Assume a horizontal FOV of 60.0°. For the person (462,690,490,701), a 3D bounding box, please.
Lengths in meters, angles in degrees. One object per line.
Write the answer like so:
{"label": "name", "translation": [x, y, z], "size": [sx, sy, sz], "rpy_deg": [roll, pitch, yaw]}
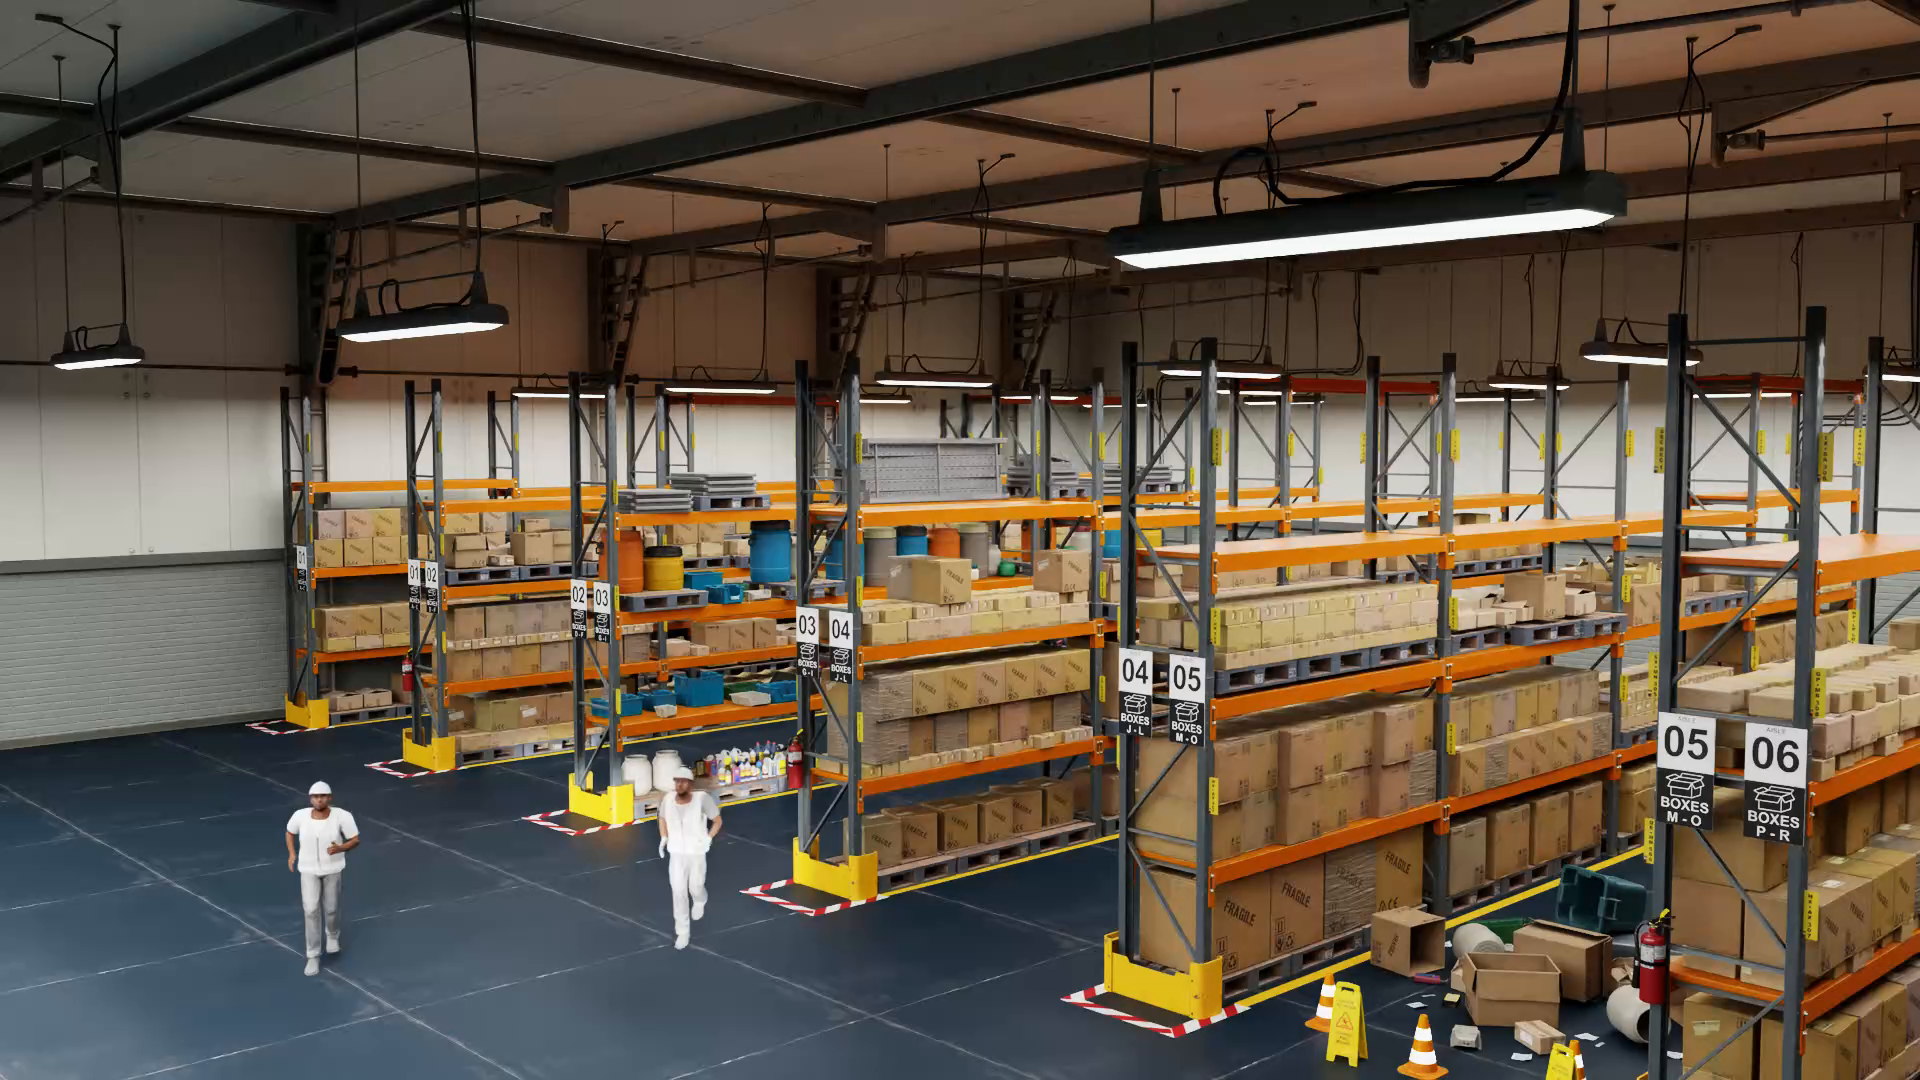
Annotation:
{"label": "person", "translation": [-8.106, 2.501, 27.978], "size": [0.629, 1.841, 0.878], "rpy_deg": [3, 5, 40]}

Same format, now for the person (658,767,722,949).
{"label": "person", "translation": [-2.763, 3.194, 17.036], "size": [0.678, 1.795, 0.818], "rpy_deg": [0, 4, 4]}

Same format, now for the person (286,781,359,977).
{"label": "person", "translation": [-6.197, 3.227, 16.166], "size": [0.687, 1.786, 0.827], "rpy_deg": [-1, 4, -16]}
